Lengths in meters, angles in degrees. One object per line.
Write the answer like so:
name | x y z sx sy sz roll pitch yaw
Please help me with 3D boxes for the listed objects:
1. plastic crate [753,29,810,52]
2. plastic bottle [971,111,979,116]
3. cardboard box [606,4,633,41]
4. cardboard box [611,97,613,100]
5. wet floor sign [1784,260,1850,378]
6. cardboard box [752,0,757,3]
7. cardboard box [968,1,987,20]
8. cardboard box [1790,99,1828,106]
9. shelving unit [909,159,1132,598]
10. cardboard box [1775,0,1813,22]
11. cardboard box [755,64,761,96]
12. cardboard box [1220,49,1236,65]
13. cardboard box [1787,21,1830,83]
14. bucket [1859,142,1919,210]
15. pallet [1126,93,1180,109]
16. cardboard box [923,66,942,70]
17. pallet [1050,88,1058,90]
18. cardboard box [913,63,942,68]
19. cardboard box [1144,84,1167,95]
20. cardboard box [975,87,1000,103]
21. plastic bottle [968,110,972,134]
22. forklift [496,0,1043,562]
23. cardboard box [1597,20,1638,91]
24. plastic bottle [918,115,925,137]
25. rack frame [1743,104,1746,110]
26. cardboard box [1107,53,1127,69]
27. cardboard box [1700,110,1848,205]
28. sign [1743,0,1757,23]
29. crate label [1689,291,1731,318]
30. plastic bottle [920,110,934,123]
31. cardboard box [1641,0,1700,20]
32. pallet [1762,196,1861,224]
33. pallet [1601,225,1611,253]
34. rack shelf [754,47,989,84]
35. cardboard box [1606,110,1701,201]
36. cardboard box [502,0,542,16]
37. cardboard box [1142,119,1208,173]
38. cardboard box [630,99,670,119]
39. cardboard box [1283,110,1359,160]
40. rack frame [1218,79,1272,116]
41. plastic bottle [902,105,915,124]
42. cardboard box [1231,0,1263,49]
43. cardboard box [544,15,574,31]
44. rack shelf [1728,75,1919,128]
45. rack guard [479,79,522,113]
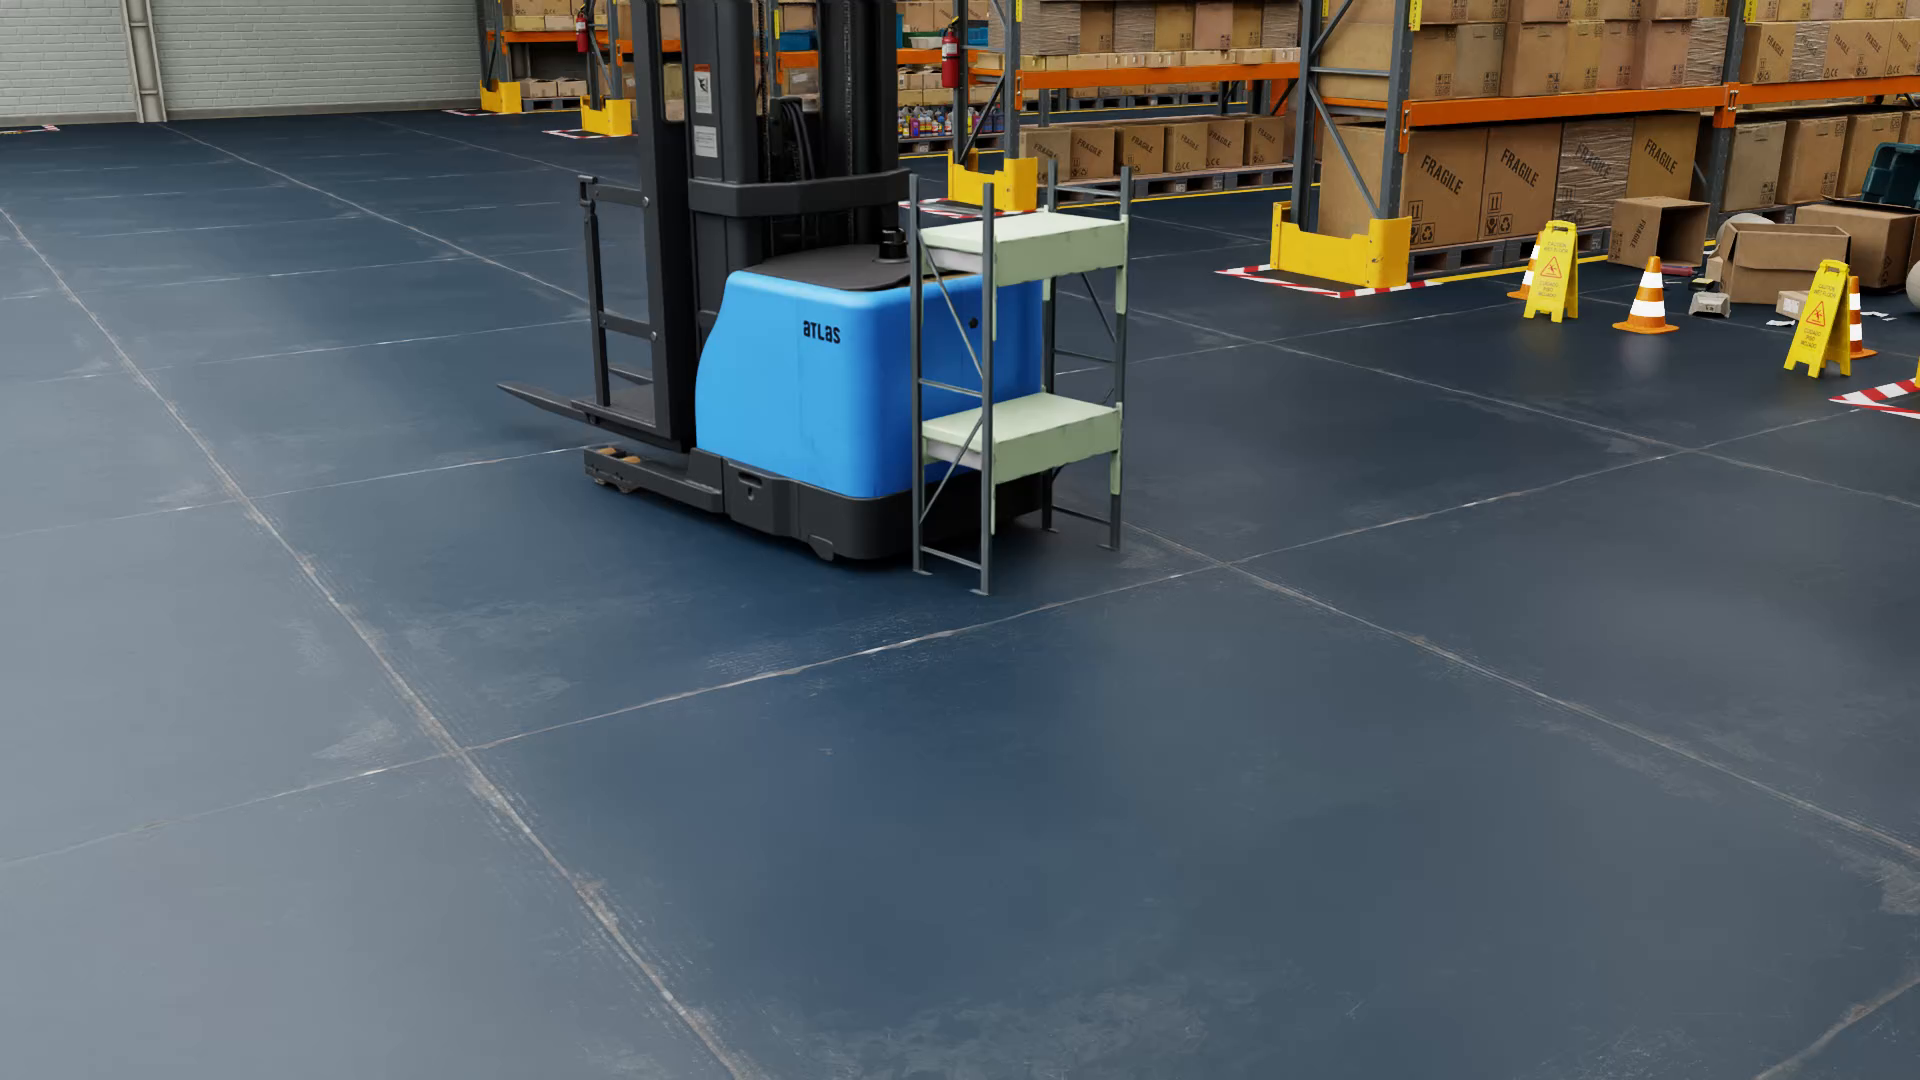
plastic crate | -2.216 -6.214 20.674 0.616 0.251 0.499 -12 22 -31
plastic bottle | 0.229 -5.550 22.043 0.135 0.276 0.152 -12 22 -31
cardboard box | -4.794 -7.568 24.291 0.500 0.500 0.700 -12 22 -31
cardboard box | -4.905 -6.512 24.960 0.500 0.250 0.500 -12 22 -31
wet floor sign | 4.958 -1.278 9.518 0.232 0.644 0.267 -4 19 -13
cardboard box | -3.241 -8.125 24.925 0.250 0.149 0.380 -11 22 -30
cardboard box | 0.098 -8.598 27.338 0.500 0.500 0.500 -13 23 -34
cardboard box | 11.624 -6.351 23.509 0.875 0.875 0.875 -12 22 -31
shelving unit | 0.227 -0.629 6.263 0.755 1.500 0.431 -18 26 -42
cardboard box | 7.079 -4.853 14.698 0.500 0.500 0.700 -12 22 -32
cardboard box | -3.366 -6.992 25.209 0.500 0.500 0.500 -12 22 -31
cardboard box | 2.693 -5.108 17.564 0.250 0.149 0.380 -12 22 -31
cardboard box | 7.247 -4.309 14.650 0.500 0.500 0.500 -12 22 -31
bucket | 7.393 -2.680 12.727 0.620 0.611 0.726 5 17 -16
pallet | 3.153 -7.865 29.679 1.213 0.211 1.003 -12 22 -31
cardboard box | -0.398 -7.725 27.672 0.500 0.311 0.500 -12 22 -32
pallet | 1.501 -9.403 34.228 1.213 0.211 1.003 -12 22 -31
cardboard box | -0.550 -9.450 32.715 0.750 0.750 0.750 -12 22 -32
cardboard box | 3.317 -8.153 29.393 0.500 0.500 0.500 -13 23 -33
cardboard box | 0.335 -7.410 27.617 0.500 0.250 0.500 -11 22 -30
plastic bottle | 0.062 -5.493 21.759 0.185 0.351 0.144 -12 22 -32
forklift | -1.043 -1.695 7.181 1.130 2.935 3.031 -17 25 -41
cardboard box | 4.975 -3.988 13.623 0.550 0.550 0.875 -12 22 -31
plastic bottle | -0.498 -5.329 21.396 0.097 0.271 0.097 0 19 0
rack frame | 10.277 -6.905 22.486 0.127 3.000 1.000 -12 22 -31
cardboard box | 1.470 -4.829 16.739 0.250 0.149 0.380 -12 22 -31
cardboard box | 7.515 -3.587 15.528 0.750 0.750 1.050 -12 22 -31
sign | 6.545 -4.451 13.751 0.005 0.325 0.100 -12 22 -31
crate label | 5.083 -1.597 11.256 0.250 0.136 0.298 9 21 25
plastic bottle | -0.441 -5.564 22.086 0.135 0.276 0.152 -12 22 -31
cardboard box | 5.516 -4.550 13.600 0.550 0.550 0.875 -12 22 -31
pallet | 7.862 -3.203 15.889 1.213 0.211 1.003 -12 22 -31
pallet | 5.561 -2.717 14.453 1.213 0.211 1.003 -12 22 -31
rack shelf | -0.799 -6.128 21.310 4.000 0.370 1.077 -12 22 -31
cardboard box | 5.675 -3.252 14.342 0.875 0.875 0.875 -12 22 -31
cardboard box | -7.354 -9.064 27.903 0.500 0.500 0.500 -12 22 -31
cardboard box | 2.290 -4.218 17.784 0.500 0.500 0.500 -14 23 -36
cardboard box | -4.620 -6.373 24.550 0.500 0.250 0.500 -12 22 -31
cardboard box | 4.120 -4.623 18.951 0.500 0.500 0.700 -14 23 -36
rack frame | 4.212 -7.525 24.321 0.127 3.000 1.000 -12 22 -31
plastic bottle | -0.699 -5.602 22.081 0.185 0.351 0.144 -11 22 -29
cardboard box | 2.748 -5.543 17.836 0.500 0.500 0.875 -12 22 -31
cardboard box | -6.910 -8.801 28.297 0.500 0.250 0.500 -13 22 -33
rack shelf | 7.909 -4.163 15.498 4.000 0.370 1.077 -12 22 -31
rack guard | -7.855 -7.595 28.431 0.348 0.500 1.175 -12 22 -31
